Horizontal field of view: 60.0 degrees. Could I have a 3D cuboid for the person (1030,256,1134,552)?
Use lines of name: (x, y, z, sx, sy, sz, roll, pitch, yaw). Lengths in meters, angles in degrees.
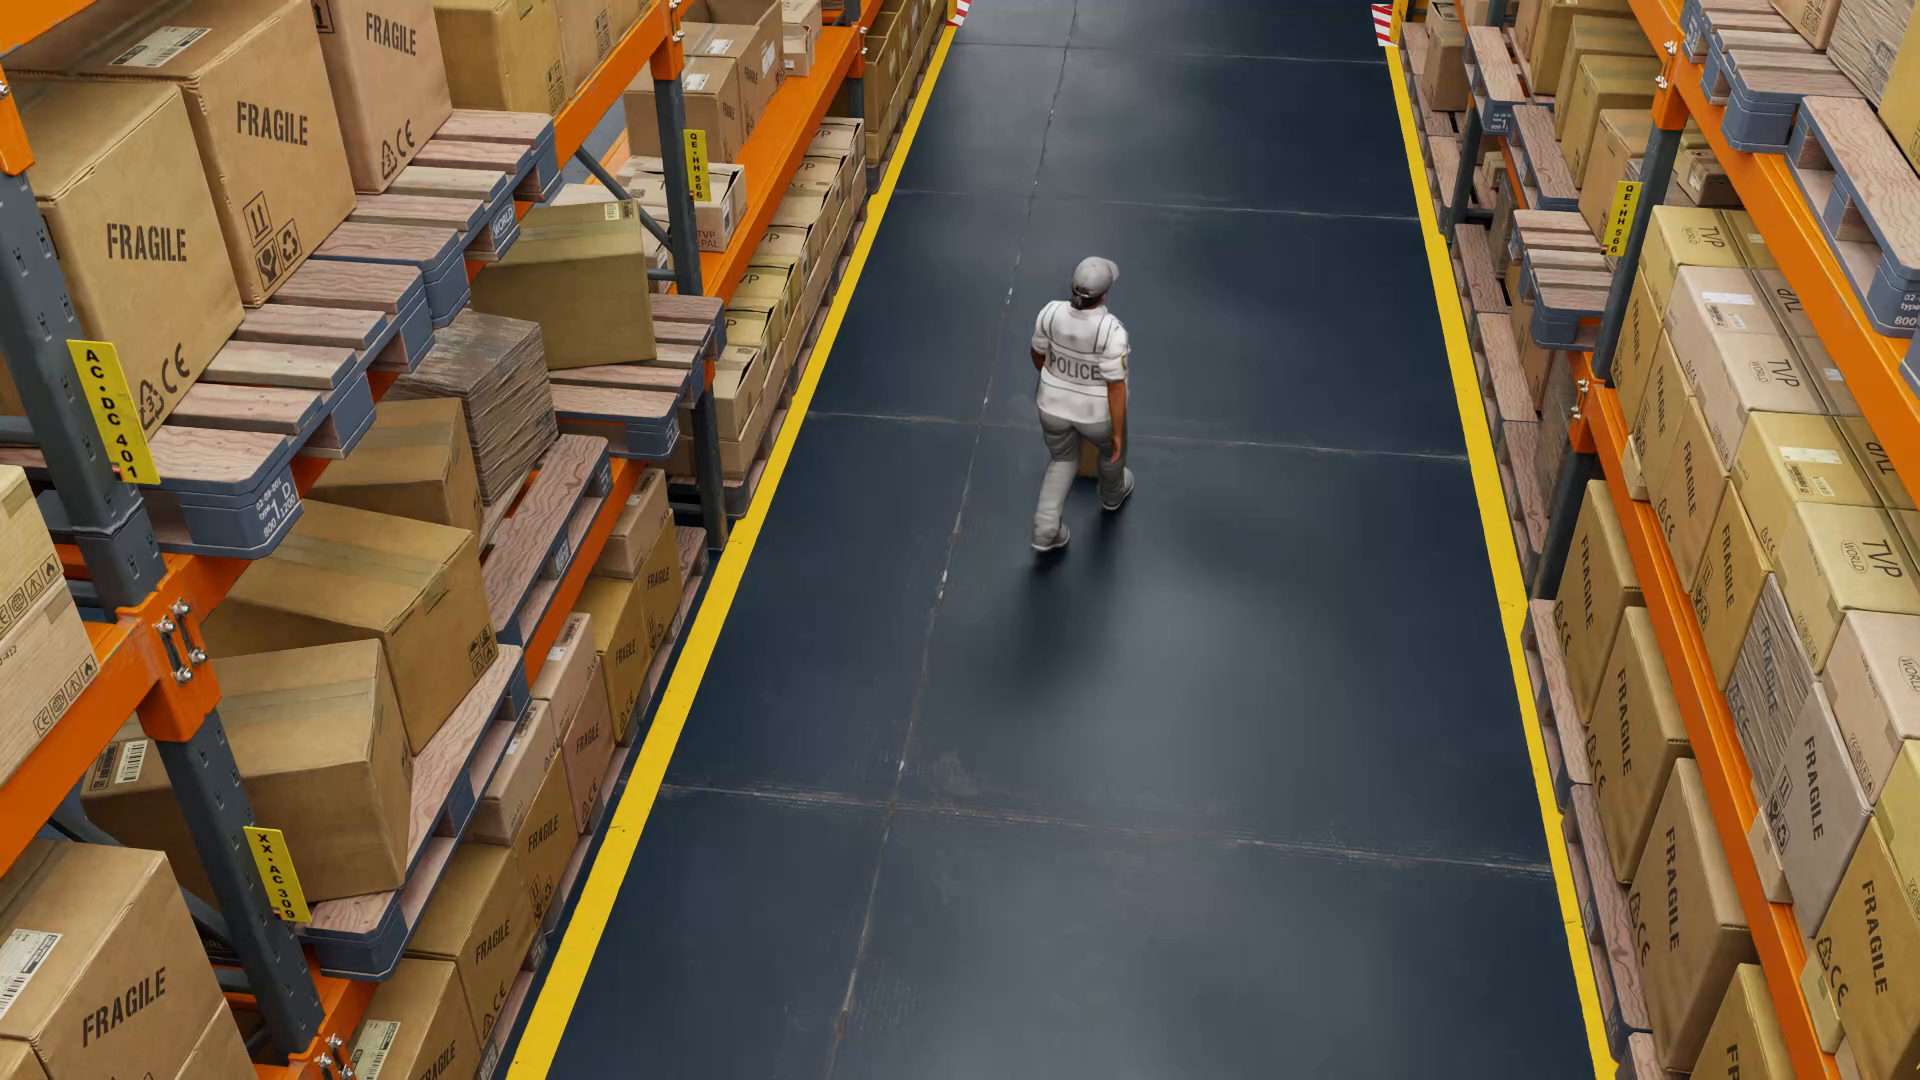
person: (0.627, -0.725, 8.052, 0.524, 1.594, 0.905, 14, 39, 19)
